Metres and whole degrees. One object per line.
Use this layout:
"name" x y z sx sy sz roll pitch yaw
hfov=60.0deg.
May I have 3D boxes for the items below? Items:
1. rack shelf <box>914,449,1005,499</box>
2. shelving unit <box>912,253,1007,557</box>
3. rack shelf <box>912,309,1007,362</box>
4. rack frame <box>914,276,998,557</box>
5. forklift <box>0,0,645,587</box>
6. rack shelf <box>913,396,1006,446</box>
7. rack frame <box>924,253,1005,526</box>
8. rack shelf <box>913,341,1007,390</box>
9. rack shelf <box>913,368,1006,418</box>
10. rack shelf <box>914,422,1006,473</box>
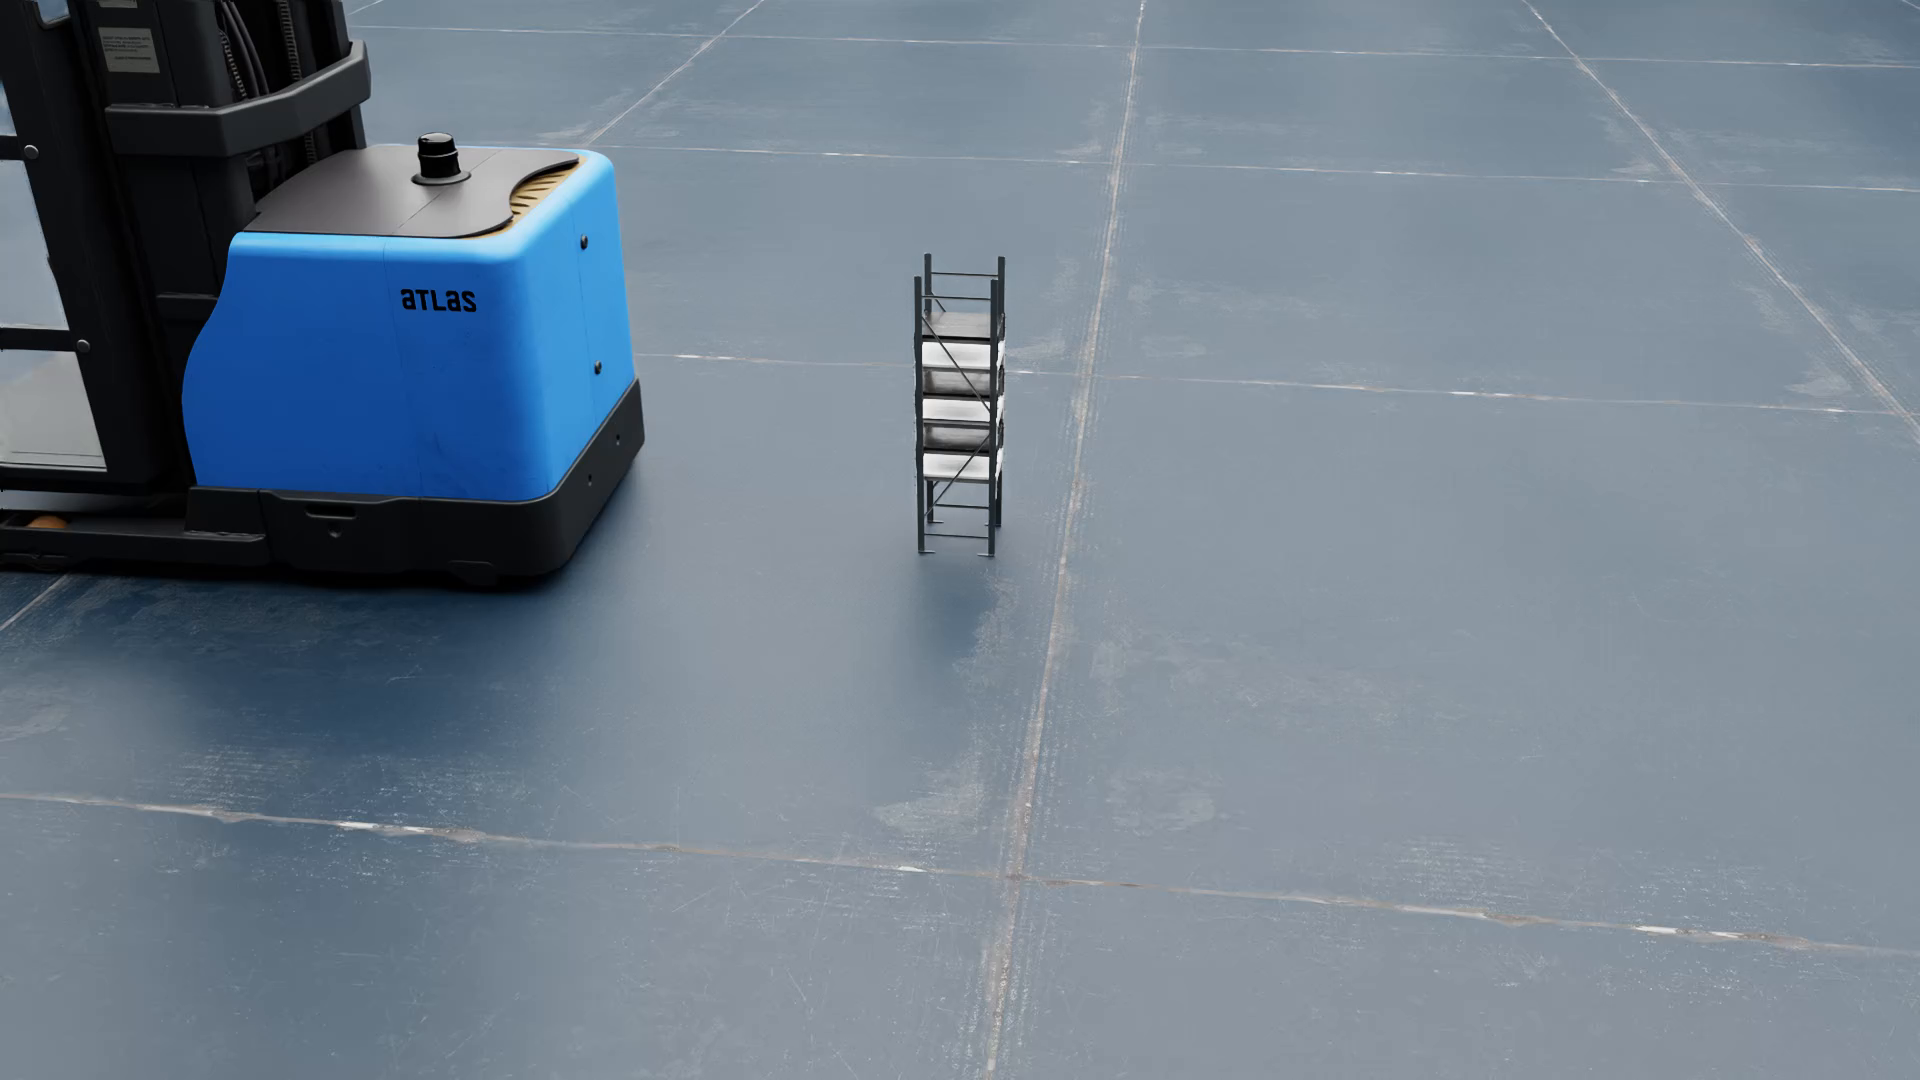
"rack shelf" 0.001 -0.212 5.145 0.258 0.077 0.200 3 28 6
"shelving unit" 0.001 -0.400 5.044 0.258 0.900 0.210 3 28 6
"rack shelf" 0.001 -0.608 4.931 0.258 0.077 0.200 3 28 6
"rack frame" -0.011 -0.352 4.955 0.240 0.900 0.006 3 28 6
"forklift" -2.637 -1.440 4.832 3.031 2.935 1.130 3 28 5
"rack shelf" 0.001 -0.371 5.059 0.258 0.077 0.200 3 28 6
"rack frame" 0.013 -0.448 5.132 0.240 0.900 0.006 3 28 6
"rack shelf" 0.001 -0.529 4.974 0.258 0.077 0.200 3 28 6
"rack shelf" 0.001 -0.450 5.017 0.258 0.077 0.200 3 28 6
"rack shelf" 0.001 -0.291 5.102 0.258 0.077 0.200 3 28 6
